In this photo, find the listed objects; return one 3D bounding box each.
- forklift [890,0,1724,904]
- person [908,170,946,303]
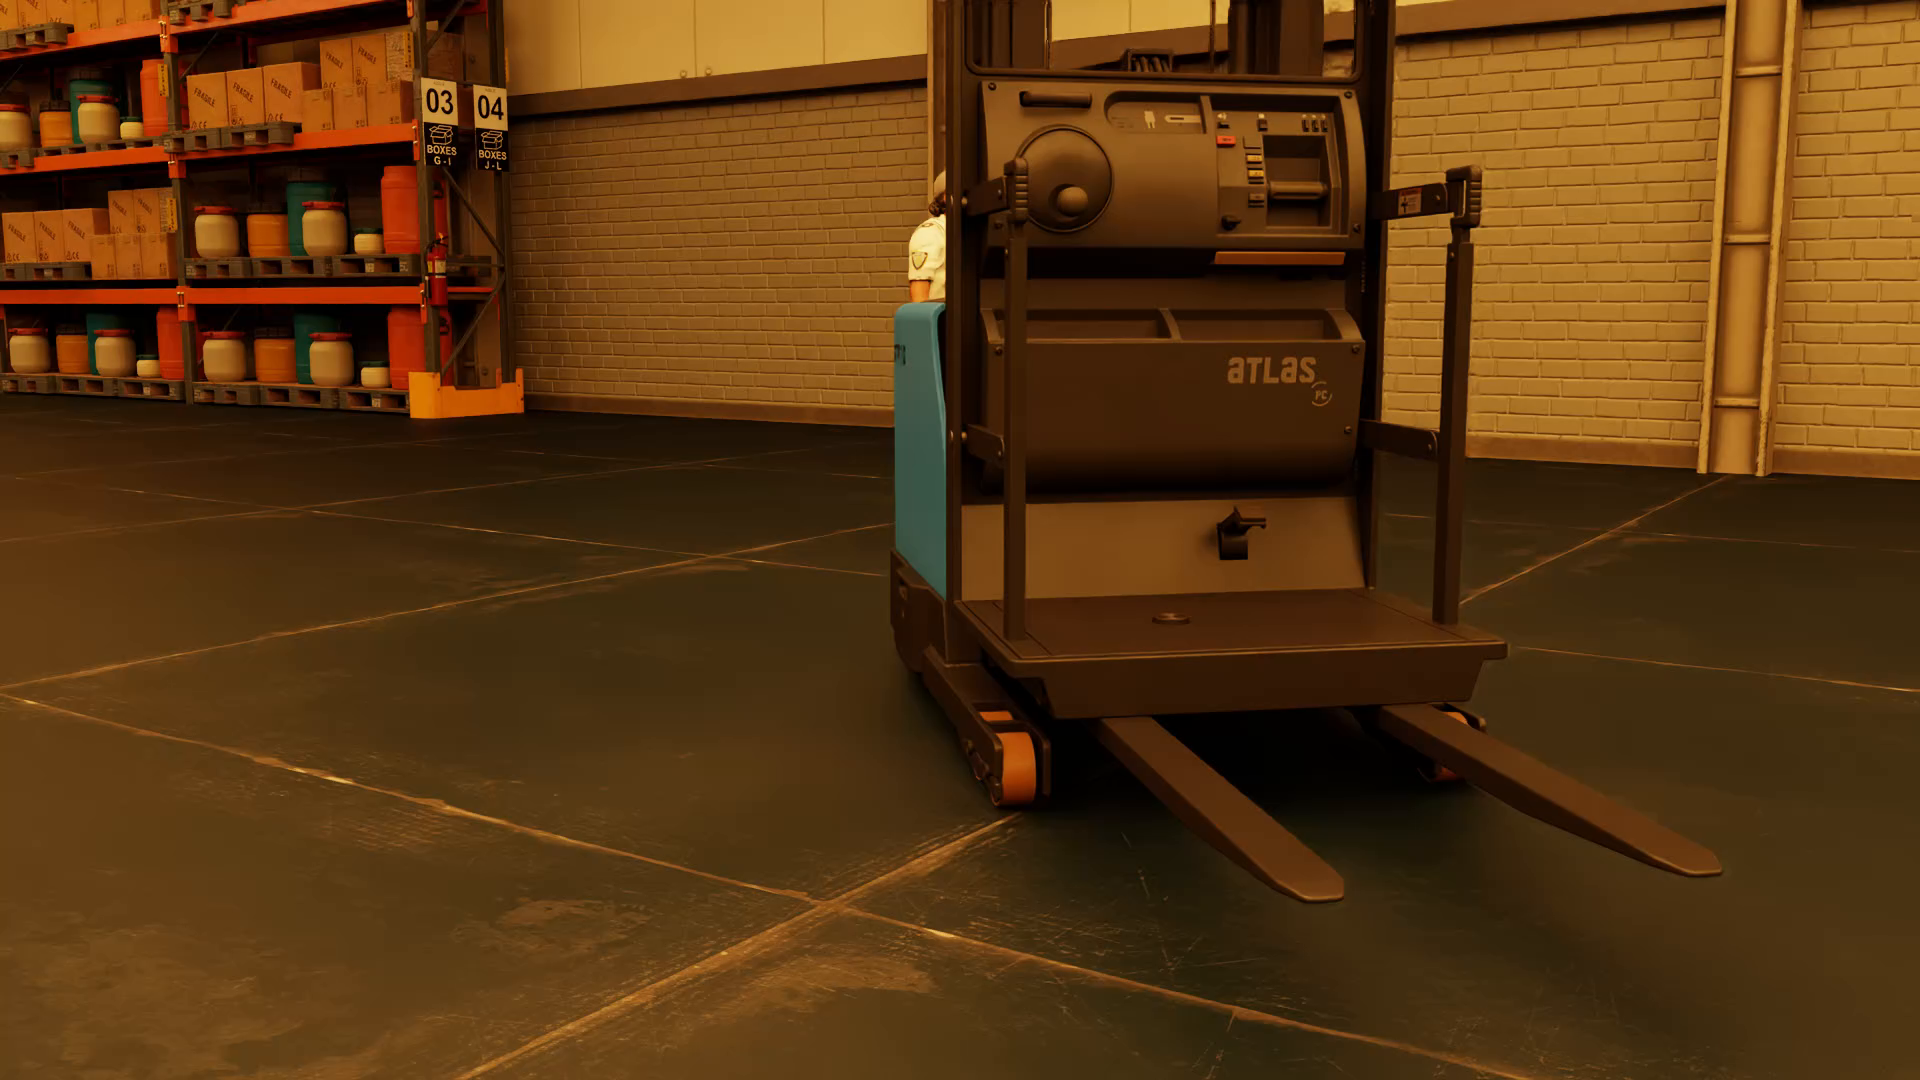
[{"bbox_3d":[0.553,-0.932,3.745,1.130,2.935,3.031,-1,8,-10],"label":"forklift"},{"bbox_3d":[0.051,-0.824,7.425,0.529,1.670,0.599,5,10,34],"label":"person"}]
